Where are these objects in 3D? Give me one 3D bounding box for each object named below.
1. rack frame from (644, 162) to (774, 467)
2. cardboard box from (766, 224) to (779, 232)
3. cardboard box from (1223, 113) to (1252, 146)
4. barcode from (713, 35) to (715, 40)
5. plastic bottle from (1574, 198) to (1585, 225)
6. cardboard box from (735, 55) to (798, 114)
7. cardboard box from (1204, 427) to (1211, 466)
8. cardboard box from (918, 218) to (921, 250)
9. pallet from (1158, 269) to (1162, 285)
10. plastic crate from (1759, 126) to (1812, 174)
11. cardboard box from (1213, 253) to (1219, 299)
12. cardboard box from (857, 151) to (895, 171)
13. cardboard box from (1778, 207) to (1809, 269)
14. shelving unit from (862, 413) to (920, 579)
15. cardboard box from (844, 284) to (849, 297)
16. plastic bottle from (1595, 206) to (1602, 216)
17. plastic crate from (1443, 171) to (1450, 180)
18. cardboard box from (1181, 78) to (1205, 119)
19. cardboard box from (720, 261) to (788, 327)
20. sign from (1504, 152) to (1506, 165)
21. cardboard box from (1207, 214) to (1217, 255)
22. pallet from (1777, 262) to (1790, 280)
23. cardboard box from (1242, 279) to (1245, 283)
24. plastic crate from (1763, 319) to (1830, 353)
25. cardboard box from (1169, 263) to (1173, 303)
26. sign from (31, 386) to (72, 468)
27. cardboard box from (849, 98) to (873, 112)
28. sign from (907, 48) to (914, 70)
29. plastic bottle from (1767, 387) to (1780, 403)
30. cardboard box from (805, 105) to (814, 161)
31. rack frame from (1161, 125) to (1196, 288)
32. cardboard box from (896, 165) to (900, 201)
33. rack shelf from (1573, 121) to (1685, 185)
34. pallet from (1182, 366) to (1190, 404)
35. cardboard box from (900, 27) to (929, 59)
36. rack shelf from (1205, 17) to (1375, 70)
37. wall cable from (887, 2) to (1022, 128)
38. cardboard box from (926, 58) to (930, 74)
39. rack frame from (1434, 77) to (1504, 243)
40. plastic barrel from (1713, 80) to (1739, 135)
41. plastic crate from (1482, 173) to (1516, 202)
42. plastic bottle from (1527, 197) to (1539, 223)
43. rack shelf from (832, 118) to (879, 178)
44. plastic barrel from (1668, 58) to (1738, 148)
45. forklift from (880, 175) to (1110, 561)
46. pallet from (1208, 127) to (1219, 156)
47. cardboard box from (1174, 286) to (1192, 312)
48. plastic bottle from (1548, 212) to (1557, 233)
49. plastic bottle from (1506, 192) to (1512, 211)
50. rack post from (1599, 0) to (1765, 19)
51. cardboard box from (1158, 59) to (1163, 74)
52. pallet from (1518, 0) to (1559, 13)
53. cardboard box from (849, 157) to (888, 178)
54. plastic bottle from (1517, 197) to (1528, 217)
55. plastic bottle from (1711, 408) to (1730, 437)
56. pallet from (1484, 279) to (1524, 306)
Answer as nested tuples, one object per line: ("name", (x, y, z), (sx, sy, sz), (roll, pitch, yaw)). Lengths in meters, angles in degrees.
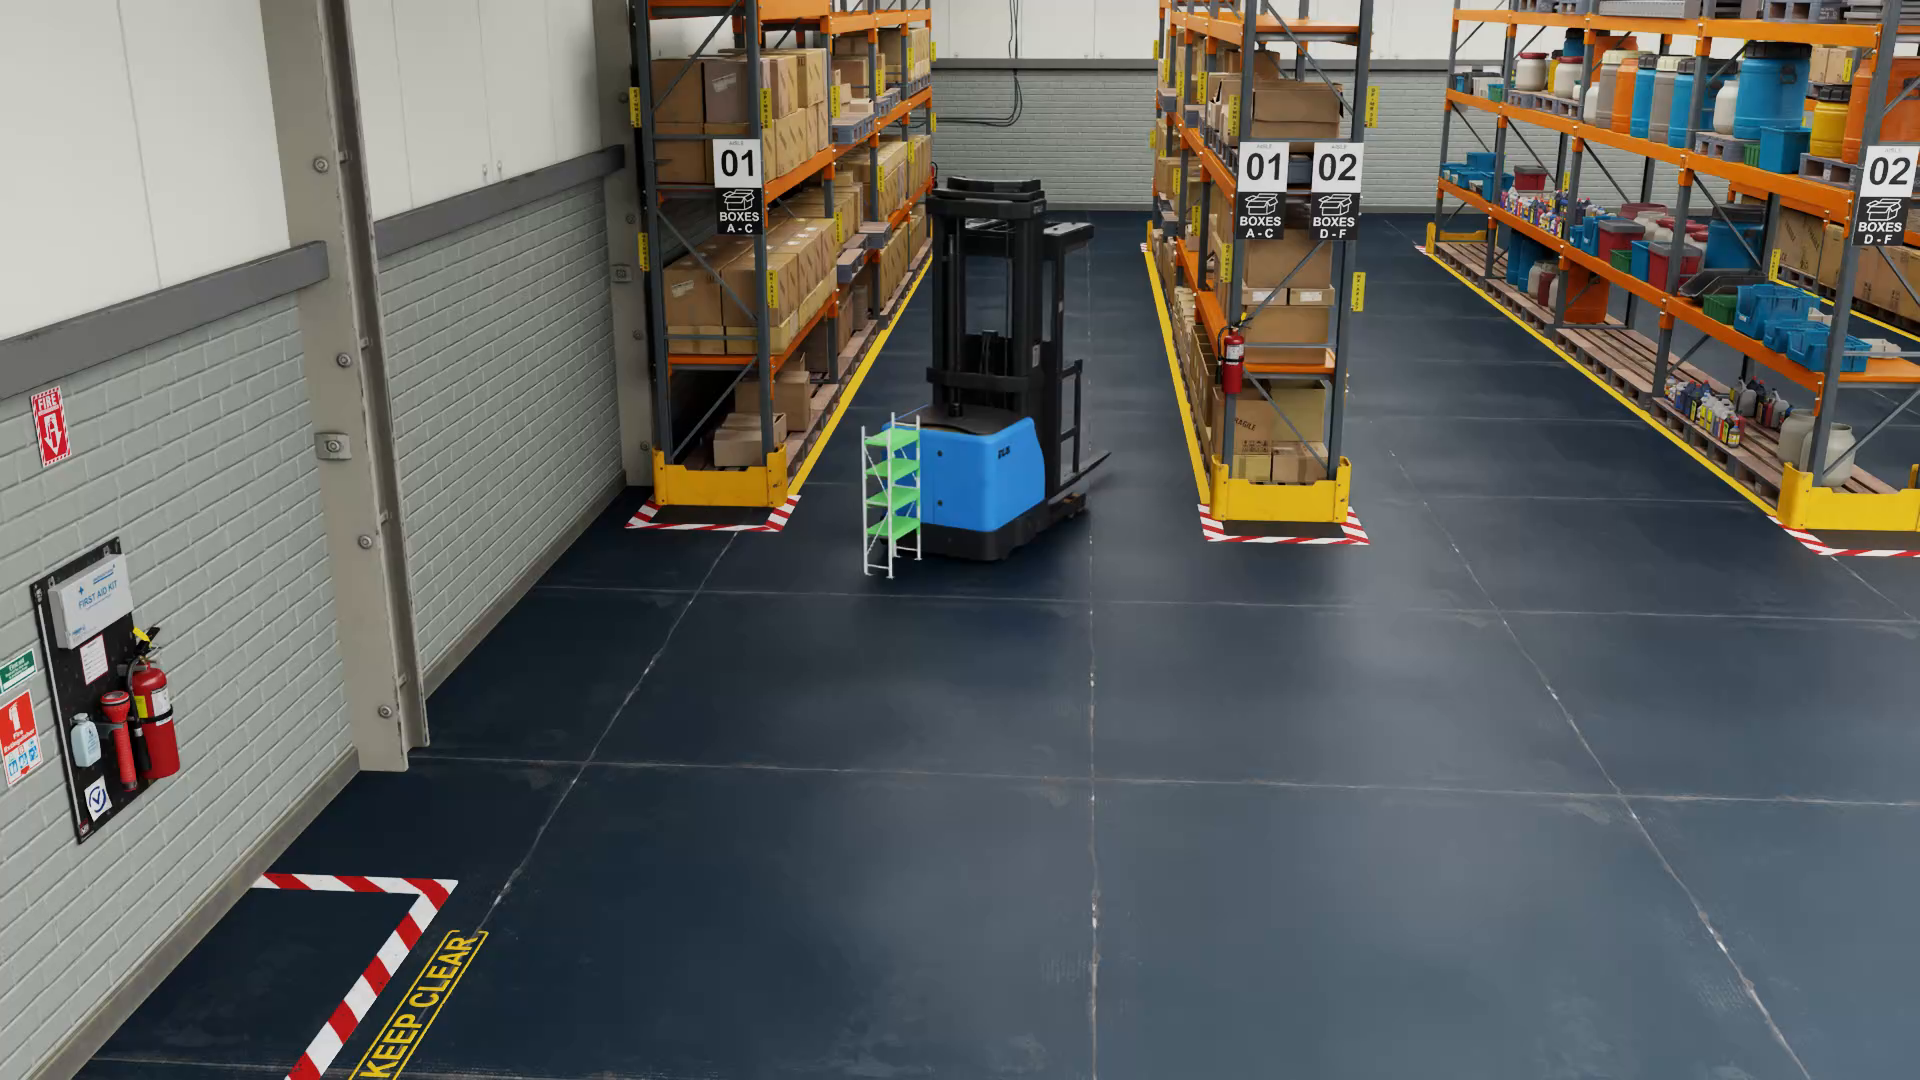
("rack frame", (-2.158, -1.757, 14.467), (1.000, 3.000, 0.127), (1, 18, 4))
("cardboard box", (-2.154, -2.992, 17.240), (0.500, 0.500, 0.500), (1, 18, 4))
("cardboard box", (2.603, -3.631, 14.711), (0.500, 0.250, 0.500), (1, 18, 4))
("barcode", (-2.399, -4.905, 16.207), (0.001, 0.075, 0.075), (1, 18, 4))
("plastic bottle", (8.604, -4.566, 23.119), (0.144, 0.351, 0.185), (1, 18, 4))
("cardboard box", (-1.776, -4.143, 15.132), (0.500, 0.500, 0.500), (2, 18, 5))
("cardboard box", (2.551, -0.869, 15.499), (0.500, 0.250, 0.500), (1, 18, 4))
("cardboard box", (-1.032, -5.206, 28.335), (0.700, 0.500, 0.500), (1, 18, 2))
("pallet", (3.694, -4.262, 26.592), (1.003, 0.211, 1.213), (1, 18, 4))
("plastic crate", (7.560, -3.552, 15.155), (0.392, 0.384, 0.575), (1, 18, 4))
("cardboard box", (3.045, -2.799, 17.488), (0.700, 0.500, 0.500), (1, 18, 2))
("cardboard box", (-1.194, -5.412, 23.748), (0.500, 0.250, 0.500), (1, 18, 3))
("cardboard box", (13.716, -4.824, 26.567), (0.875, 0.875, 0.875), (1, 18, 4))
("shelving unit", (-0.536, -0.351, 13.067), (0.258, 1.200, 0.503), (8, 20, 24))
("cardboard box", (-1.687, -3.218, 21.031), (0.500, 0.250, 0.500), (2, 18, 5))
("plastic bottle", (8.779, -4.450, 22.873), (0.061, 0.283, 0.133), (1, 18, 4))
("plastic crate", (8.419, -6.241, 28.479), (0.250, 0.136, 0.298), (1, 18, 4))
("cardboard box", (3.355, -5.741, 21.649), (0.910, 0.500, 0.500), (1, 18, 4))
("cardboard box", (-1.824, -2.193, 14.802), (0.500, 0.500, 0.500), (1, 18, 4))
("sign", (9.421, -6.575, 28.910), (0.100, 0.325, 0.005), (1, 18, 4))
("cardboard box", (3.253, -3.658, 20.108), (0.500, 0.500, 0.500), (0, 18, 1))
("pallet", (13.742, -4.441, 27.138), (1.003, 0.211, 1.213), (1, 18, 4))
("cardboard box", (2.638, -2.207, 14.640), (0.380, 0.149, 0.250), (2, 18, 5))
("plastic crate", (7.514, -1.829, 14.925), (0.499, 0.251, 0.408), (1, 18, 4))
("cardboard box", (3.228, -3.610, 23.429), (0.500, 0.500, 0.500), (1, 18, 2))
("sign", (-3.715, -0.465, 6.801), (0.001, 0.298, 0.199), (1, 18, 4))
("cardboard box", (-1.366, -5.404, 20.892), (0.500, 0.311, 0.500), (1, 18, 4))
("sign", (-0.755, -7.295, 25.217), (0.100, 0.325, 0.005), (1, 18, 4))
("plastic bottle", (8.215, -1.362, 16.809), (0.144, 0.351, 0.185), (1, 18, 4))
("cardboard box", (-1.711, -3.989, 16.271), (0.500, 0.500, 0.500), (1, 18, 2))
("rack frame", (3.644, -5.374, 25.507), (1.000, 3.000, 0.127), (1, 18, 4))
("cardboard box", (-1.150, -5.218, 24.361), (0.500, 0.500, 0.500), (1, 18, 4))
("rack shelf", (8.154, -4.483, 19.124), (1.077, 0.370, 4.000), (1, 18, 4))
("pallet", (3.084, -1.794, 19.059), (1.003, 0.211, 1.213), (1, 18, 4))
("cardboard box", (-0.791, -8.450, 28.278), (0.500, 0.500, 0.500), (1, 18, 4))
("rack shelf", (2.927, -4.587, 15.269), (1.077, 0.370, 4.000), (1, 18, 4))
("wall cable", (-0.249, -9.850, 34.518), (3.097, 2.526, 0.112), (1, 18, 4))
("cardboard box", (-0.798, -8.094, 28.395), (0.500, 0.250, 0.500), (2, 18, 6))
("rack frame", (8.871, -6.505, 28.957), (1.000, 3.000, 0.127), (1, 18, 4))
("plastic barrel", (7.784, -4.327, 16.639), (0.421, 0.512, 0.421), (0, 18, 0))
("plastic crate", (8.278, -5.436, 25.625), (0.392, 0.384, 0.575), (1, 18, 4))
("plastic bottle", (8.059, -4.634, 23.328), (0.144, 0.351, 0.185), (1, 18, 4))
("rack shelf", (-1.727, -4.704, 19.799), (1.077, 0.370, 4.000), (1, 18, 4))
("plastic barrel", (7.831, -4.604, 17.535), (0.600, 0.901, 0.708), (1, 18, 4))
("forklift", (0.457, -1.640, 14.220), (1.130, 2.935, 3.031), (9, 20, 25))
("pallet", (3.035, -4.007, 16.661), (1.003, 0.211, 1.213), (1, 18, 4))
("cardboard box", (3.027, -3.135, 21.515), (0.500, 0.311, 0.500), (2, 18, 6))
("plastic bottle", (7.958, -4.262, 22.318), (0.097, 0.271, 0.097), (0, 18, 0))
("plastic bottle", (8.126, -4.989, 24.538), (0.097, 0.271, 0.097), (0, 18, 0))
("rack post", (8.066, -6.337, 18.490), (1.013, 1.000, 3.121), (1, 18, 4))
("cardboard box", (3.634, -8.054, 28.308), (0.500, 0.250, 0.500), (1, 18, 4))
("pallet", (8.556, -7.576, 23.537), (1.003, 0.211, 1.213), (1, 18, 4))
("cardboard box", (-1.257, -5.098, 22.790), (0.500, 0.250, 0.500), (1, 18, 3))
("plastic bottle", (8.105, -4.781, 23.895), (0.152, 0.276, 0.135), (1, 18, 4))
("plastic bottle", (7.474, -1.151, 16.287), (0.152, 0.276, 0.135), (1, 18, 2))
("pallet", (8.487, -3.699, 24.872), (1.003, 0.211, 1.213), (1, 18, 4))
